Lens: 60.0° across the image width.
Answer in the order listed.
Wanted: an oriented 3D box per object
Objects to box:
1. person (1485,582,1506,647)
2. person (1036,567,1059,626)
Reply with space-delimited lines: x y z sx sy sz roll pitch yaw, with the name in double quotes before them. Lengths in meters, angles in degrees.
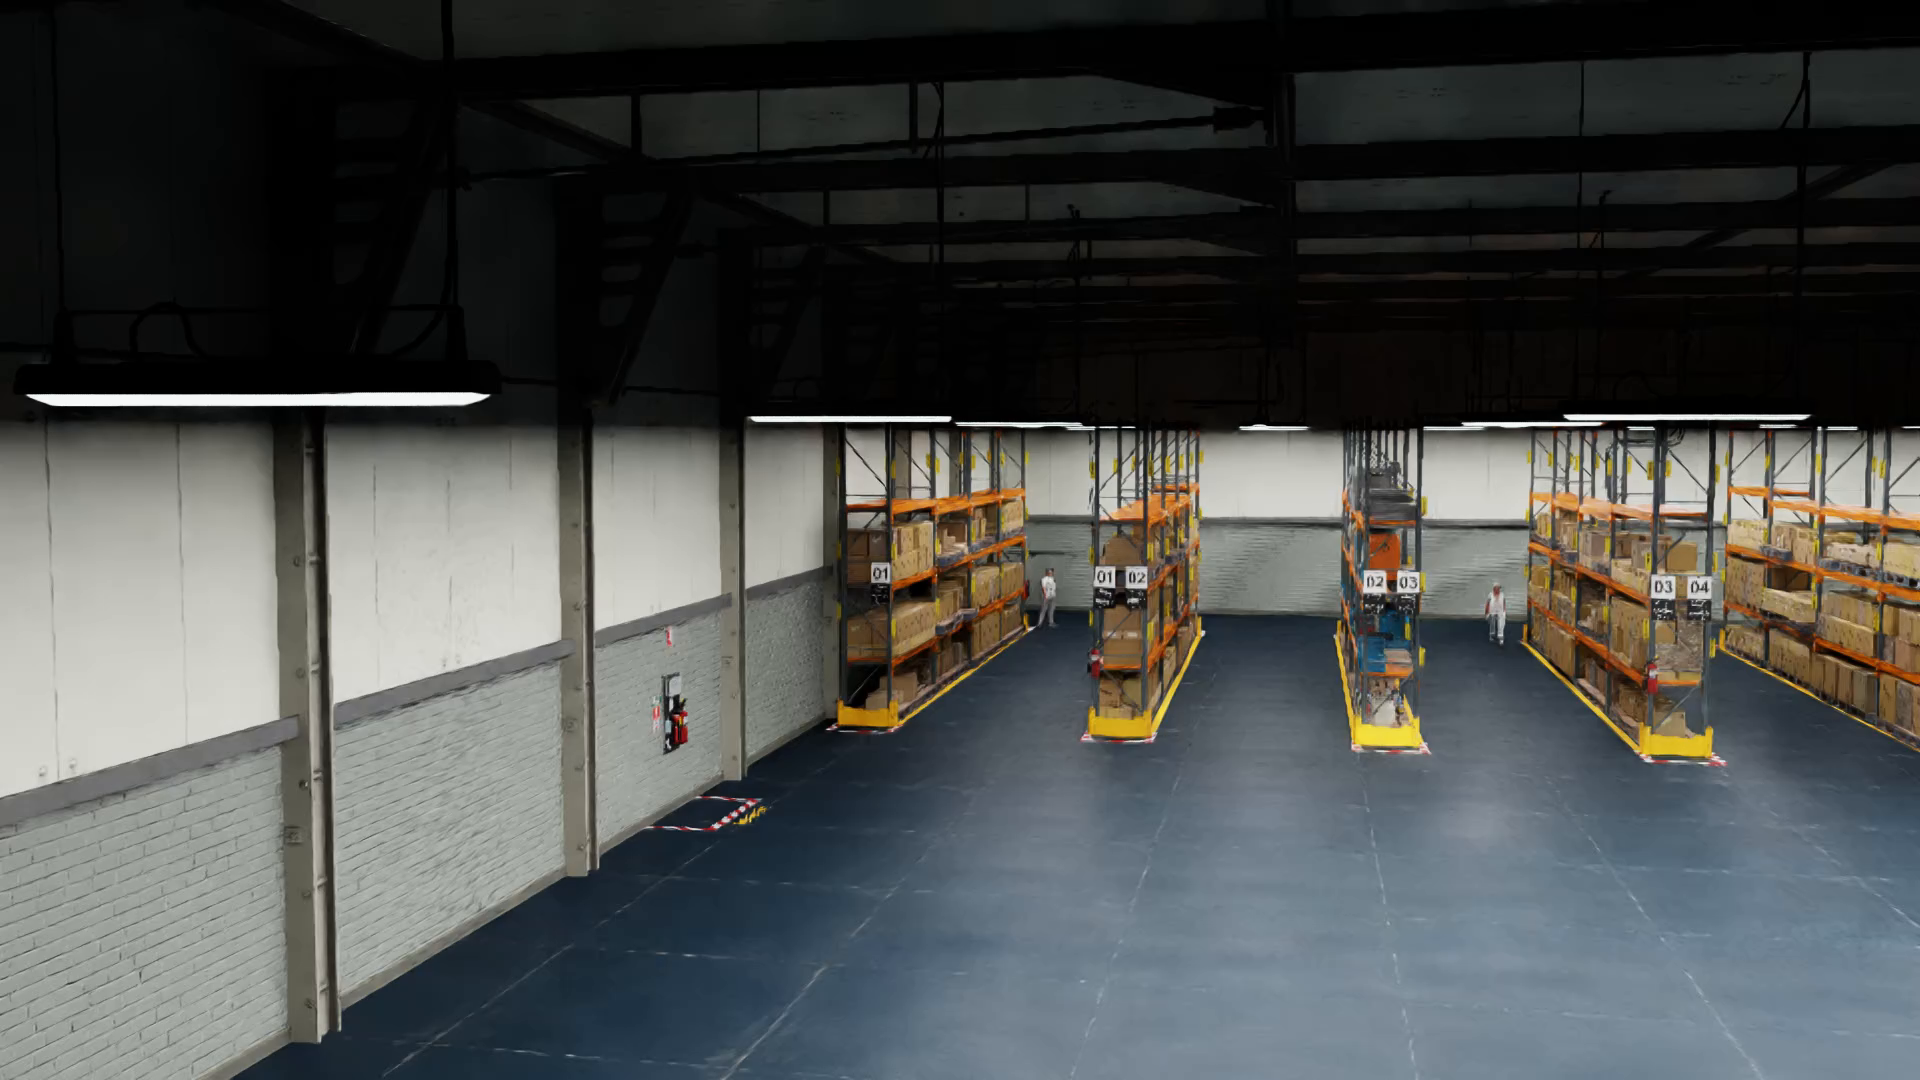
"person" 14.323 1.973 44.438 0.543 1.706 1.123 1 4 14
"person" 2.553 1.673 48.928 0.475 1.758 0.721 3 5 42
